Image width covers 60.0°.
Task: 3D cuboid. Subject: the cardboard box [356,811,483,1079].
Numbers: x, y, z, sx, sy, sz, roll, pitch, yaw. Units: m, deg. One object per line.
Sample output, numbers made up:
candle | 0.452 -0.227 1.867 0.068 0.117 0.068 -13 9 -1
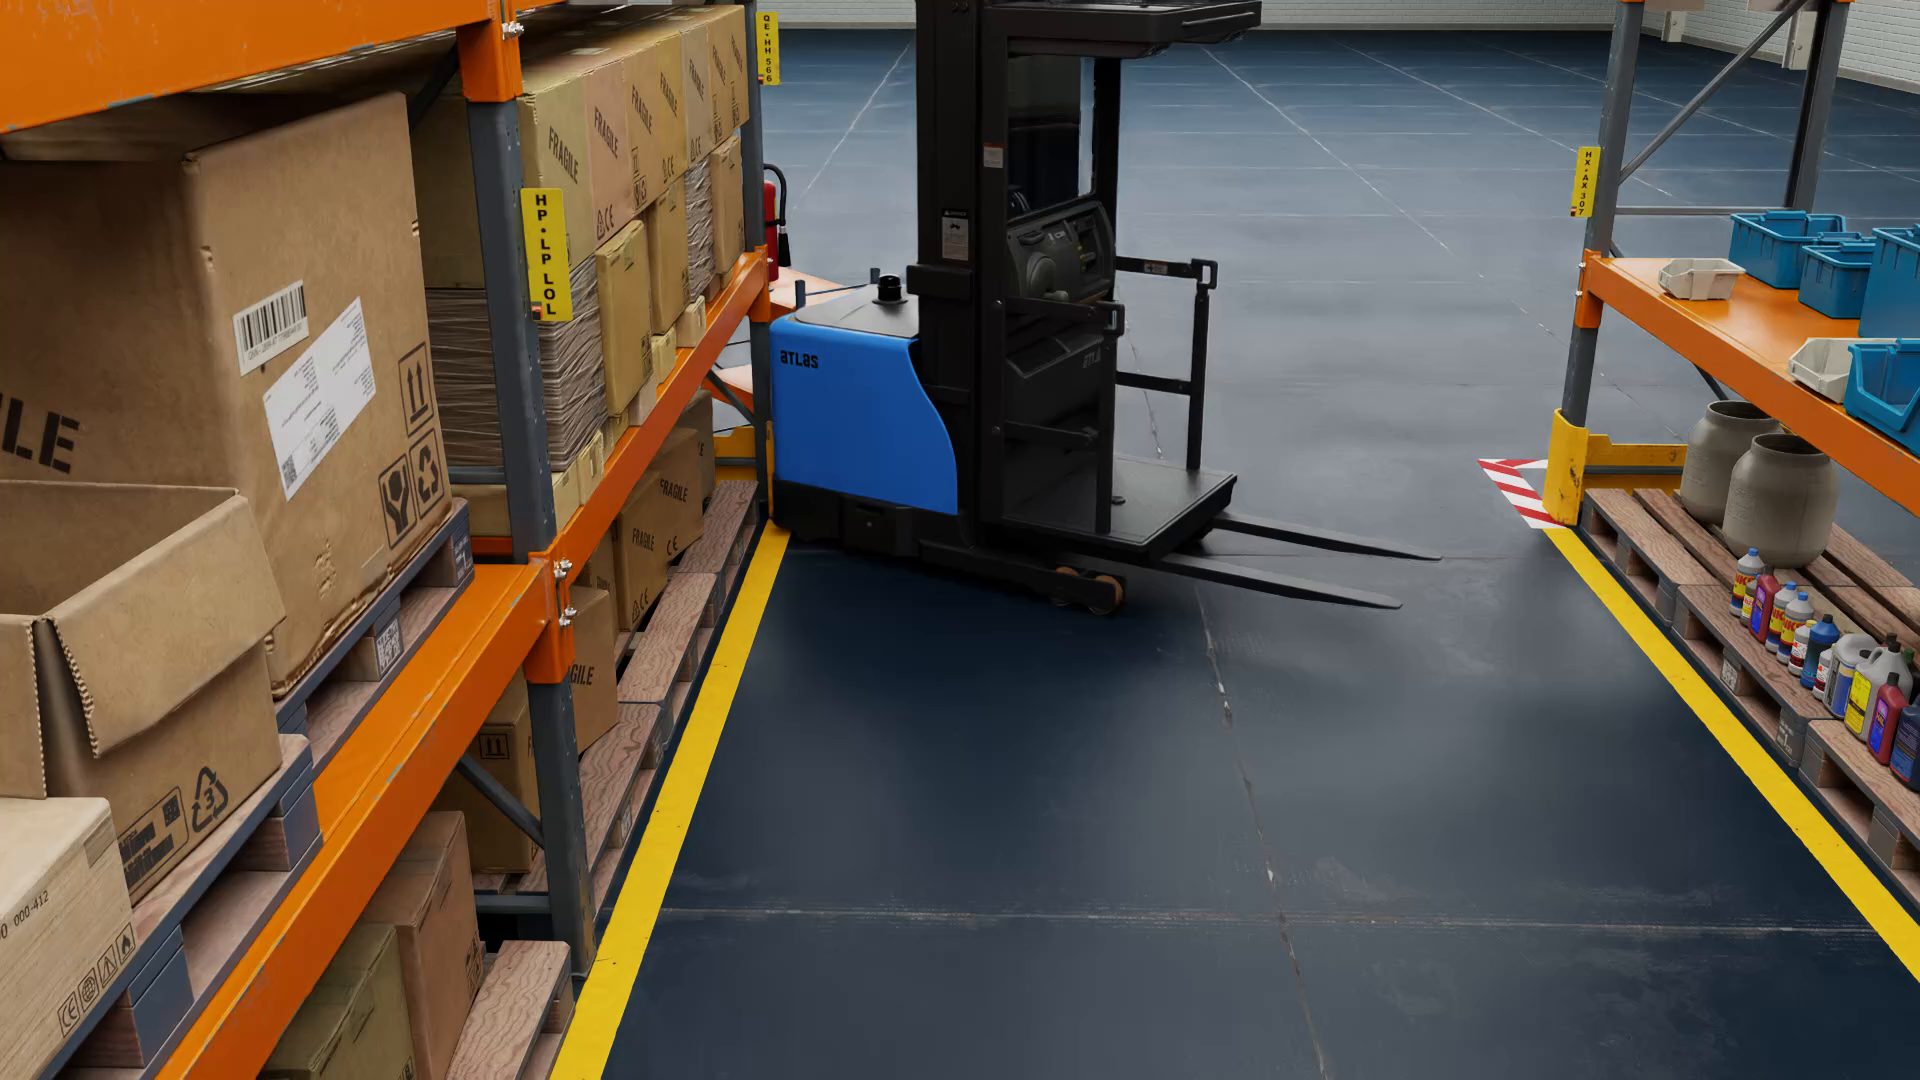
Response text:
cardboard box | -1.608 1.020 4.102 0.700 0.500 0.500 -1 21 -3

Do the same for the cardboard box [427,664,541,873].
cardboard box | -1.516 0.663 5.049 0.500 0.500 0.500 0 21 0

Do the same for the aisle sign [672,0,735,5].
aisle sign | -1.144 -2.840 7.607 0.394 0.787 0.004 1 21 2

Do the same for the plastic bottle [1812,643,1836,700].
plastic bottle | 3.115 0.468 5.937 0.097 0.201 0.097 0 21 0

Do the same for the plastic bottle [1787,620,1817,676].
plastic bottle | 3.121 0.393 6.129 0.097 0.201 0.097 0 21 0

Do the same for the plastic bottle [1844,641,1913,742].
plastic bottle | 3.130 0.500 5.648 0.144 0.351 0.185 1 21 1

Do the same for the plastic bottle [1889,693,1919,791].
plastic bottle | 3.120 0.616 5.347 0.144 0.351 0.185 0 21 -1

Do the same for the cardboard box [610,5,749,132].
cardboard box | -1.216 -2.059 7.256 0.500 0.500 0.500 1 21 2

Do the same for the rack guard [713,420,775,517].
rack guard | -1.448 -0.416 8.410 1.175 0.500 0.348 1 21 2

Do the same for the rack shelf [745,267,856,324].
rack shelf | -0.927 -1.231 8.838 0.538 0.278 1.000 -16 26 -35

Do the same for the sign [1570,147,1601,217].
sign | 2.955 -1.691 7.857 0.100 0.325 0.005 1 21 2

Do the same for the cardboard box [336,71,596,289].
cardboard box | -1.300 -0.974 4.460 0.500 0.500 0.500 1 21 2

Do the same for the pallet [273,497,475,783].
pallet | -1.737 0.202 3.628 1.003 0.211 1.213 1 21 2

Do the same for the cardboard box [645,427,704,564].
cardboard box | -1.466 -0.197 7.265 0.500 0.500 0.500 6 22 16

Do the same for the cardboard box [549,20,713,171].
cardboard box | -1.243 -1.697 6.324 0.500 0.500 0.500 1 21 2

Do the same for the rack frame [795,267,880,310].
rack frame | -0.613 -0.814 8.571 0.500 1.125 0.032 -16 26 -35

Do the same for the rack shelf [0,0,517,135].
rack shelf | -1.629 -0.502 2.025 1.077 0.370 4.000 1 21 2

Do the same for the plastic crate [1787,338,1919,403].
plastic crate | 3.179 -0.575 5.729 0.530 0.136 0.437 1 21 2

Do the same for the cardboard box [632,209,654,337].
cardboard box | -1.527 -0.872 5.580 0.875 0.500 0.500 1 21 2

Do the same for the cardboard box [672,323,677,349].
cardboard box | -1.266 -0.753 6.171 0.380 0.149 0.250 1 21 2

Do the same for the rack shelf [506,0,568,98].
rack shelf | -1.507 -1.949 5.752 1.077 0.370 4.000 1 21 2

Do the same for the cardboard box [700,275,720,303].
cardboard box | -1.236 -1.115 7.102 0.380 0.149 0.250 1 21 2

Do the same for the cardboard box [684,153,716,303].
cardboard box | -1.444 -1.233 6.511 0.875 0.500 0.500 1 21 2

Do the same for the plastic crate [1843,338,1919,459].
plastic crate | 3.145 -0.442 5.226 0.499 0.251 0.616 1 21 2

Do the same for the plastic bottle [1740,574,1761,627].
plastic bottle | 3.135 0.235 6.537 0.097 0.201 0.097 0 21 0

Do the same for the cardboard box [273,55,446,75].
cardboard box | -1.815 -1.160 4.941 0.500 0.500 0.500 1 21 2

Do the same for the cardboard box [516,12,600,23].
cardboard box | -1.758 -1.884 6.805 0.500 0.500 0.500 1 21 2

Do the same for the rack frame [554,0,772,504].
rack frame | -1.446 -1.609 8.028 1.000 3.000 0.127 1 21 2

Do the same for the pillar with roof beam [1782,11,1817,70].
pillar with roof beam | 10.677 -12.704 28.331 9.100 9.000 0.400 1 21 2

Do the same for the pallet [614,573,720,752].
pallet | -1.548 0.452 6.572 1.003 0.211 1.213 1 21 2

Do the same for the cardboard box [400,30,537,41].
cardboard box | -1.780 -1.522 5.873 0.500 0.500 0.500 1 21 2

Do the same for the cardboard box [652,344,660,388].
cardboard box | -1.247 -0.572 5.704 0.380 0.149 0.250 1 21 2

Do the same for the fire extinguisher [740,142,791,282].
fire extinguisher | -0.982 -1.609 8.136 0.296 0.674 0.183 1 21 2

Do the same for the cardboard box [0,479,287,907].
cardboard box | -1.528 0.221 2.588 0.797 0.503 0.637 3 21 7

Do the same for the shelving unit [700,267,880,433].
shelving unit | -0.927 -0.959 8.944 0.538 1.125 1.048 -16 26 -35

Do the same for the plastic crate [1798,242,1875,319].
plastic crate | 3.763 -1.066 6.835 0.499 0.251 0.408 1 21 2

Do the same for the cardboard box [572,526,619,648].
cardboard box | -1.566 0.230 6.163 0.500 0.500 0.500 -1 21 -3

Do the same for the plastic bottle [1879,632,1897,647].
plastic bottle | 3.245 0.473 5.809 0.061 0.283 0.133 1 21 2

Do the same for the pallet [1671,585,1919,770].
pallet | 3.479 0.507 6.429 1.003 0.211 1.213 1 21 2

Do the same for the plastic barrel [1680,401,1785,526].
plastic barrel | 3.561 -0.351 7.647 0.421 0.512 0.421 0 21 0

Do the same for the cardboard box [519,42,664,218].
cardboard box | -1.271 -1.335 5.392 0.500 0.500 0.500 1 21 2

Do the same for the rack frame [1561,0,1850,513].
rack frame | 3.504 -1.554 7.888 1.000 3.000 0.127 1 21 2

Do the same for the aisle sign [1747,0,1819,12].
aisle sign | 3.804 -2.789 7.476 0.394 0.787 0.004 1 21 2

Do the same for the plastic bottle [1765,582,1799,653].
plastic bottle | 3.127 0.289 6.302 0.097 0.271 0.097 0 21 0

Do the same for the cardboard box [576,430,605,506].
cardboard box | -1.240 -0.210 4.771 0.380 0.149 0.250 1 21 2

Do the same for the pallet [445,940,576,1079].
pallet | -1.590 1.419 4.080 1.003 0.211 1.213 1 21 2

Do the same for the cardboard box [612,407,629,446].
cardboard box | -1.262 -0.391 5.238 0.380 0.149 0.250 1 21 2

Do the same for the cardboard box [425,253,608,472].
cardboard box | -1.492 -0.510 4.647 0.875 0.500 0.500 1 21 2

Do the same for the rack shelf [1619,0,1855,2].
rack shelf | 3.444 -1.894 5.612 1.077 0.370 4.000 1 21 2

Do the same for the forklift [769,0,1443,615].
forklift | 0.630 -1.263 7.233 3.031 2.935 1.130 12 24 28
